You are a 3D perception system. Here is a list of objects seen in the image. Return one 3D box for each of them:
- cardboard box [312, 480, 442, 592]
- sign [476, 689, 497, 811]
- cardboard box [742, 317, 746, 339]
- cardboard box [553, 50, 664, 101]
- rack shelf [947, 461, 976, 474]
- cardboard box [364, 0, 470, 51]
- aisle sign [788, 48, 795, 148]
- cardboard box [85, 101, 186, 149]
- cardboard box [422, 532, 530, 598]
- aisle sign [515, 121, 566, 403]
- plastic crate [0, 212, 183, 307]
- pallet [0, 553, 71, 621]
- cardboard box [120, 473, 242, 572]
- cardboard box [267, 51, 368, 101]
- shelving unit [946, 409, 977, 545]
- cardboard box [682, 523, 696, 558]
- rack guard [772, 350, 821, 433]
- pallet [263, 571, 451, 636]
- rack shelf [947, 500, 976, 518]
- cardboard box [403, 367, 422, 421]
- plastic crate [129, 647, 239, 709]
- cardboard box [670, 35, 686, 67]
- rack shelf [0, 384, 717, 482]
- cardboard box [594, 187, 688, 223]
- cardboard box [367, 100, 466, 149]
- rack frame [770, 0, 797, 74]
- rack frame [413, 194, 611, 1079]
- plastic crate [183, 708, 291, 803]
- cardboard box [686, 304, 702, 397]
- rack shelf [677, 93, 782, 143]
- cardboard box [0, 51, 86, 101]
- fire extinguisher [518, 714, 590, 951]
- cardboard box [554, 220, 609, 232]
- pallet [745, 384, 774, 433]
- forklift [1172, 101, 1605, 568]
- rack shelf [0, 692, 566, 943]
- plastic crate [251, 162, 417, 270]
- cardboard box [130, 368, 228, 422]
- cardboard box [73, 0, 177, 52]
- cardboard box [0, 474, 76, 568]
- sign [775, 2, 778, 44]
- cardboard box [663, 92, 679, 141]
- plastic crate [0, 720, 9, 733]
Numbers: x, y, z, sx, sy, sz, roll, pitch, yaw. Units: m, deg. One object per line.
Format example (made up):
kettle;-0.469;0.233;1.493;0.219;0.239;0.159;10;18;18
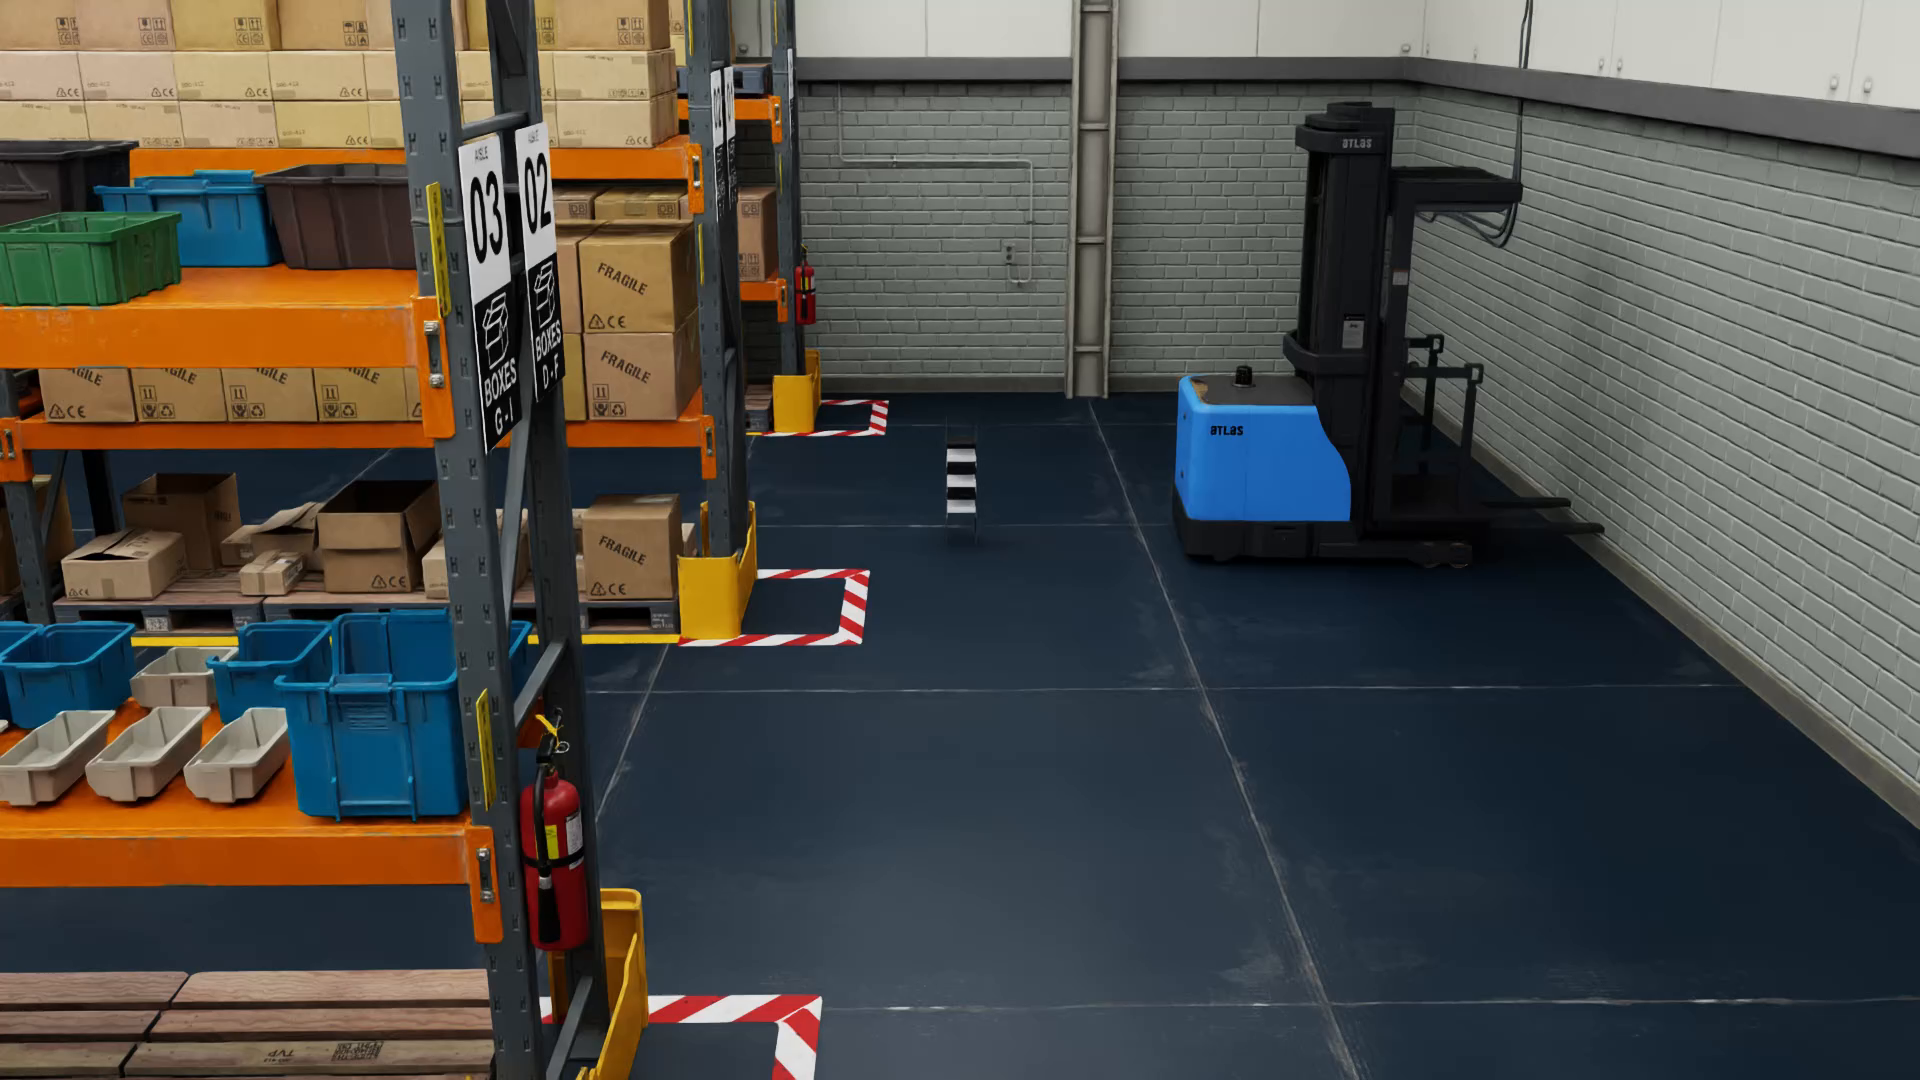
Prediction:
cardboard box;-3.521;-0.038;10.121;0.637;0.503;0.797;0;18;-1
sign;-1.301;0.578;4.569;0.005;0.325;0.100;0;18;-1
cardboard box;-2.058;-1.885;14.855;0.250;0.149;0.380;0;18;0
cardboard box;-1.910;-2.540;9.071;0.500;0.250;0.500;0;18;-1
rack shelf;0.008;-0.482;11.393;0.200;0.077;0.258;0;18;-1
cardboard box;-2.913;-2.958;9.148;0.500;0.500;0.700;0;18;-1
aisle sign;-1.405;-3.685;13.868;0.004;0.787;0.394;0;18;-1
cardboard box;-4.409;-2.291;9.113;0.500;0.250;0.500;0;18;-1
cardboard box;-2.890;0.148;9.958;0.500;0.250;0.500;0;18;-1
aisle sign;-1.258;-0.841;5.004;0.004;0.787;0.394;0;18;-1
plastic crate;-2.307;-0.748;4.405;0.336;0.188;0.450;0;18;-1
pallet;-6.212;0.337;10.151;1.213;0.211;1.003;0;18;-1
cardboard box;-4.834;-0.115;10.367;0.500;0.500;0.500;0;18;-1
cardboard box;-3.409;-2.532;9.046;0.500;0.250;0.500;0;18;-1
shelving unit;0.008;-0.429;11.410;0.210;0.900;0.258;0;18;-1
cardboard box;-1.824;0.020;10.523;0.250;0.149;0.380;0;18;-1
rack guard;-1.458;-1.348;14.932;0.348;0.500;1.175;0;18;-1
pallet;-3.490;0.312;10.230;1.213;0.211;1.003;0;18;-1
rack shelf;0.008;-0.225;11.475;0.200;0.077;0.258;0;18;-1
cardboard box;-2.861;-0.983;9.539;0.500;0.500;0.500;0;18;0
plastic crate;-2.578;0.465;5.522;0.298;0.136;0.250;0;18;-1
cardboard box;-2.210;-4.058;13.771;0.500;0.250;0.500;0;18;1
rack shelf;-3.400;-0.673;9.913;4.000;0.370;1.077;0;18;-1
cardboard box;-2.719;-2.669;14.465;0.700;0.700;0.980;0;18;-1
cardboard box;-2.909;-2.294;9.122;0.500;0.250;0.500;0;18;-1
rack frame;-1.482;-5.395;13.633;0.127;3.000;1.000;0;18;-1
rack frame;-1.325;0.487;5.117;0.127;3.000;1.000;0;18;-1
plastic crate;-2.138;0.644;4.964;0.243;0.136;0.396;0;18;-1
cardboard box;-1.848;-1.151;10.063;0.500;0.500;0.500;0;18;0
rack shelf;-3.482;-3.614;14.171;4.000;0.370;1.077;0;18;-1
cardboard box;-4.909;-2.528;9.032;0.500;0.250;0.500;0;18;-1
fire extinguisher;-1.168;0.840;4.756;0.183;0.674;0.296;0;18;-1
cardboard box;-2.370;-1.623;9.895;0.500;0.500;0.500;0;18;0
pallet;-2.280;-1.183;14.889;1.213;0.211;1.003;0;18;-1
forklift;3.020;-1.375;11.036;3.031;2.935;1.130;0;18;1
rack shelf;-3.325;0.840;5.197;4.000;0.370;1.077;0;18;-1
plastic crate;-1.715;-0.962;4.939;0.590;0.269;0.497;0;18;-1
cardboard box;-4.374;-0.976;9.517;0.500;0.500;0.500;0;18;0
cardboard box;-4.412;-2.931;9.063;0.500;0.500;0.700;0;18;-1
cardboard box;-5.887;-0.097;10.313;0.500;0.500;0.500;-1;18;-3
sign;-1.487;-4.185;13.452;0.005;0.325;0.100;0;18;-1
cardboard box;-1.918;-2.457;9.633;0.500;0.250;0.500;0;18;-1
plastic crate;-3.002;0.657;4.924;0.250;0.136;0.298;0;18;-1
